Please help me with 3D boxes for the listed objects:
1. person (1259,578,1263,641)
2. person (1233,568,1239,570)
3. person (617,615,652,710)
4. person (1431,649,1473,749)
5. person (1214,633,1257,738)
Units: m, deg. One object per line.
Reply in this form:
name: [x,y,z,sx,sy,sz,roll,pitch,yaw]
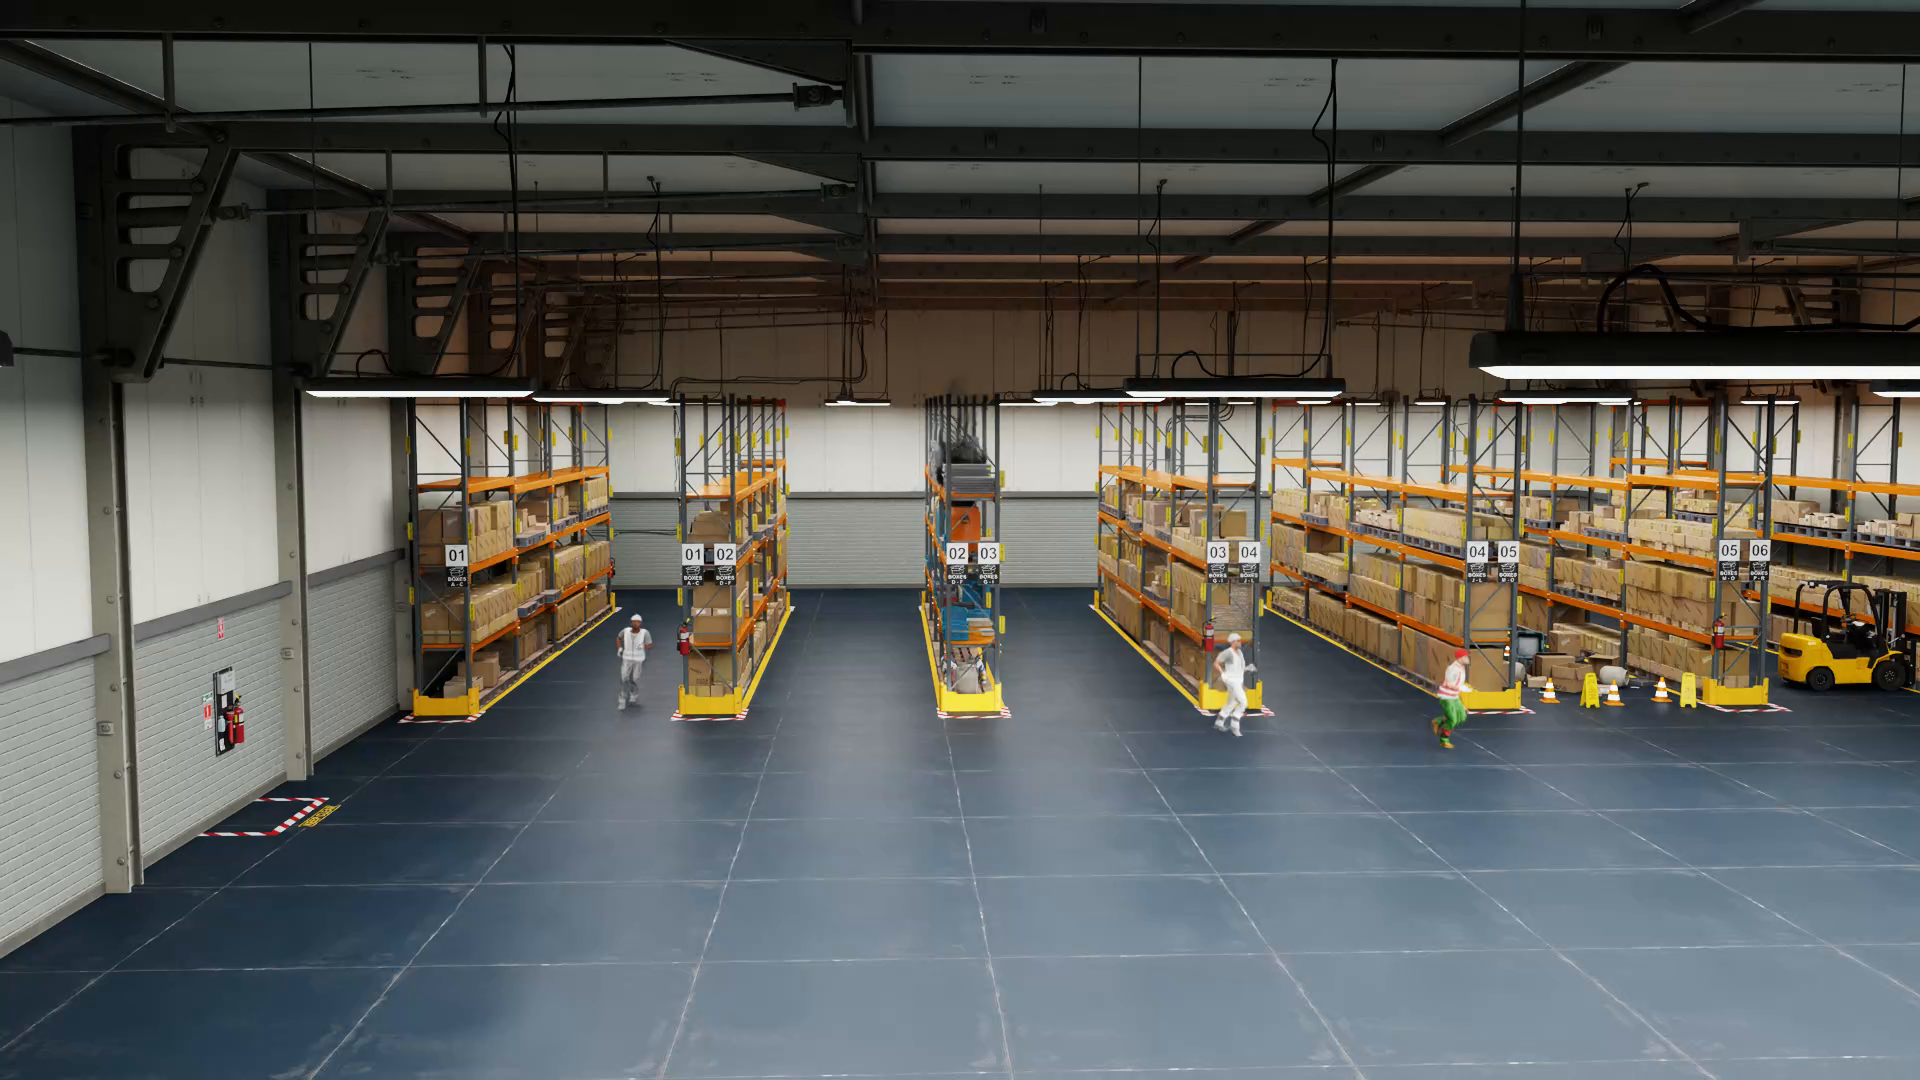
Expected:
person: [7.234,1.570,41.373,0.720,1.834,0.787,-1,5,-8]
person: [7.639,1.098,47.527,0.806,1.712,0.866,2,5,23]
person: [-6.253,2.331,31.941,0.687,1.823,0.791,-1,5,-7]
person: [8.293,2.668,28.004,0.720,1.719,0.637,4,6,38]
person: [4.805,2.540,29.108,0.754,1.830,0.632,3,5,31]
